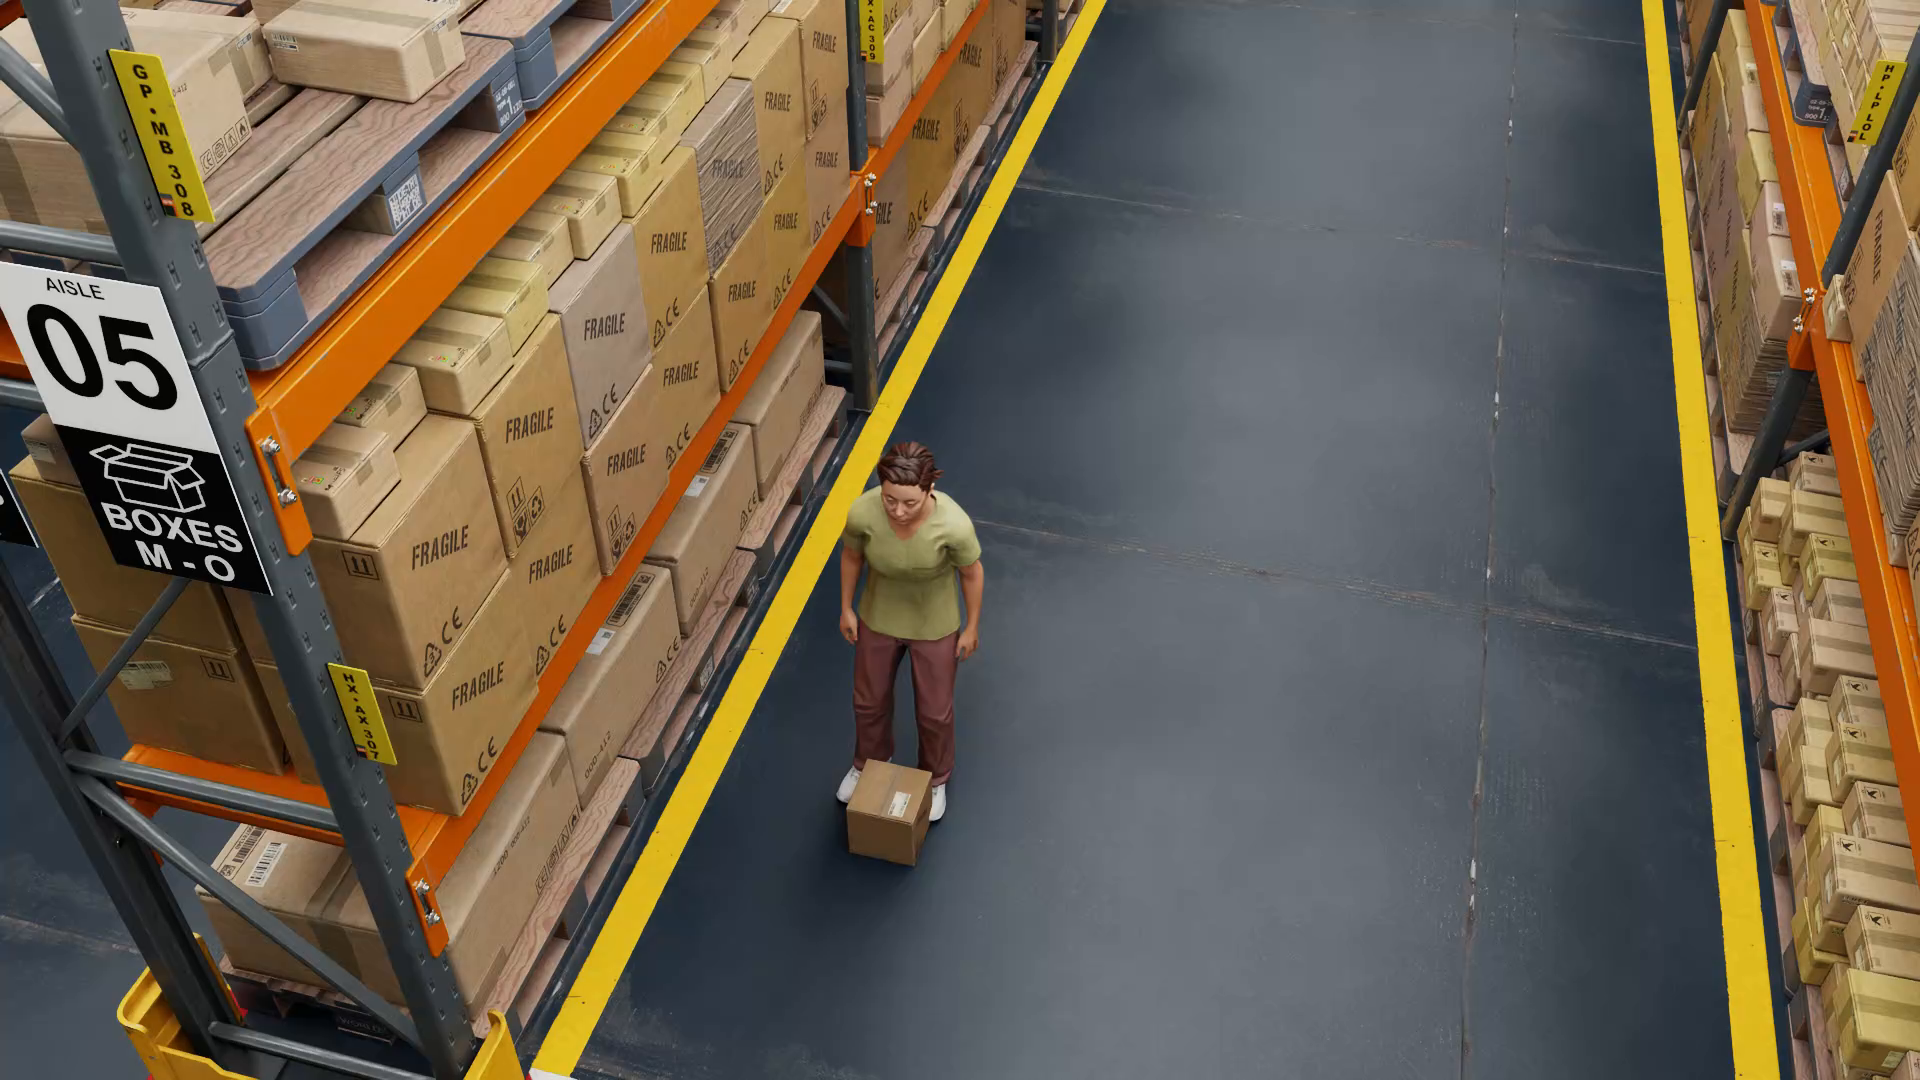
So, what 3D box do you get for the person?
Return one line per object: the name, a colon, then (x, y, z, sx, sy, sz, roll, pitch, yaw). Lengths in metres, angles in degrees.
person: (-0.186, 0.326, 5.827, 0.519, 1.619, 0.365, 9, 42, 10)
